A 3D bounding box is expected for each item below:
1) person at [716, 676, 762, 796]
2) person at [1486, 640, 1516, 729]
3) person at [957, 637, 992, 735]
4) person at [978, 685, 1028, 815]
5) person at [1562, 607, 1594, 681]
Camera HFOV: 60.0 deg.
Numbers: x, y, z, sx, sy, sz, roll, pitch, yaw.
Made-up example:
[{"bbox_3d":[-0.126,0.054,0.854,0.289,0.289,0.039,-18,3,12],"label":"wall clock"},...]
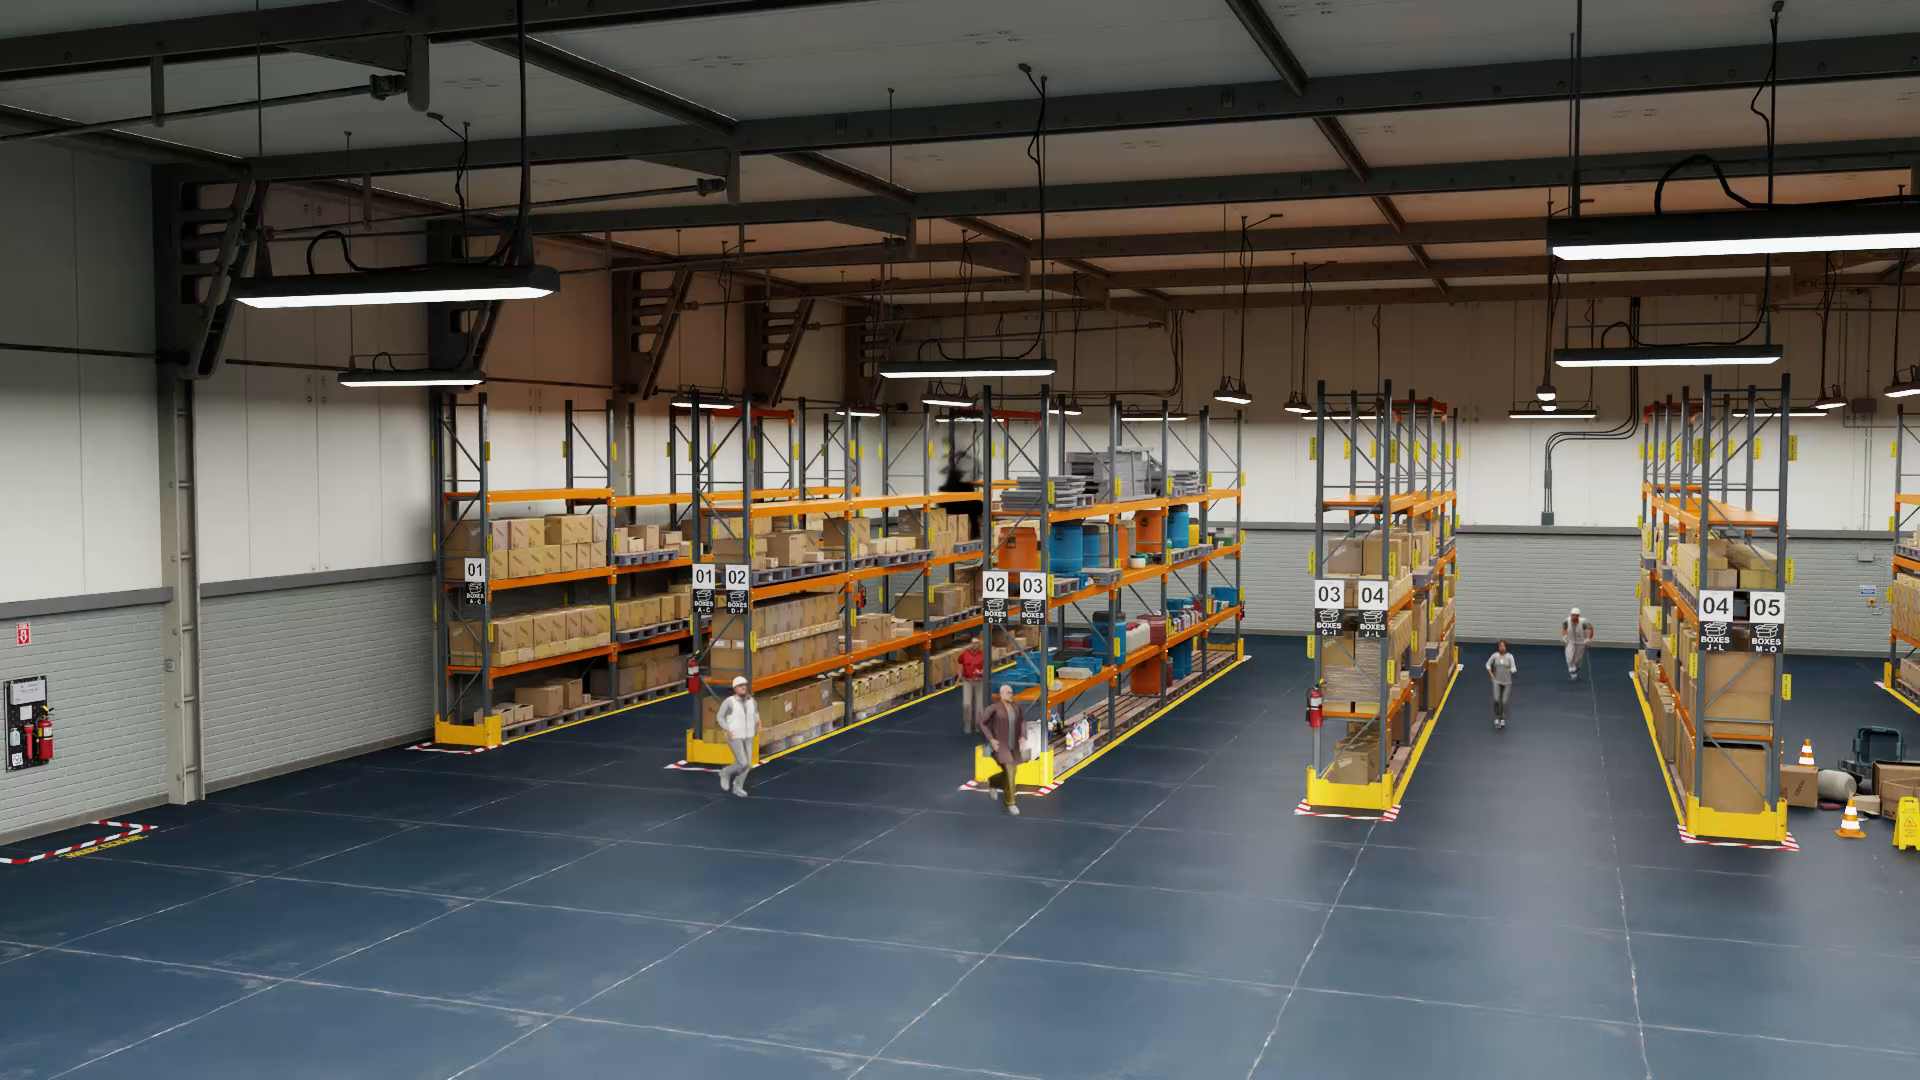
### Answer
[{"bbox_3d":[-3.170,2.851,24.178,0.652,1.743,0.610,-3,4,-41],"label":"person"},{"bbox_3d":[9.762,2.610,29.997,0.519,1.599,0.624,1,3,16],"label":"person"},{"bbox_3d":[0.244,2.588,29.392,0.640,1.739,0.704,0,3,4],"label":"person"},{"bbox_3d":[0.603,2.904,23.241,0.739,1.773,0.876,-2,4,-36],"label":"person"},{"bbox_3d":[13.496,2.262,36.306,0.664,1.634,0.964,2,4,33],"label":"person"}]
